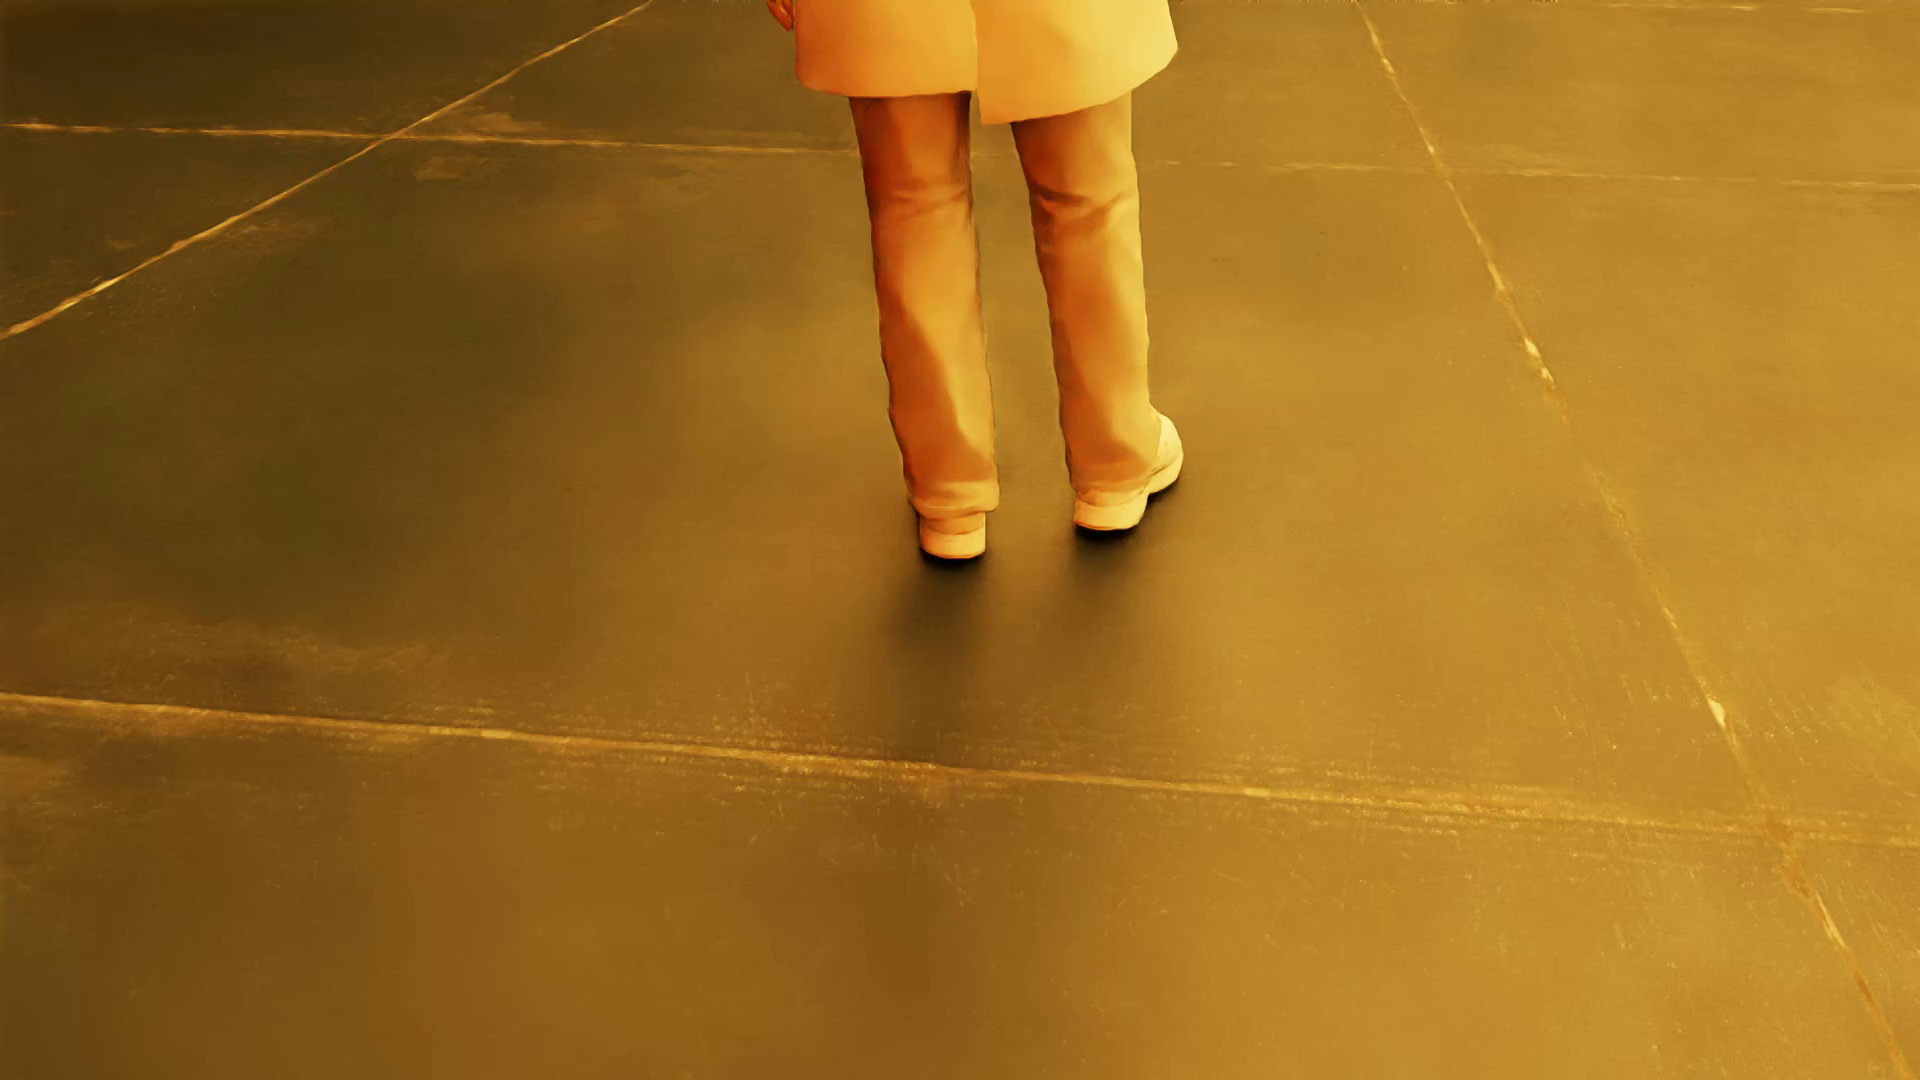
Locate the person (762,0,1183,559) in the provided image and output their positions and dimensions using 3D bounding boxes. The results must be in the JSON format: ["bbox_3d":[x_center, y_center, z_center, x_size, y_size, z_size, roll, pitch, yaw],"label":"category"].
[{"bbox_3d":[0.017,-0.842,2.180,0.694,1.776,0.579,3,27,7],"label":"person"}]
